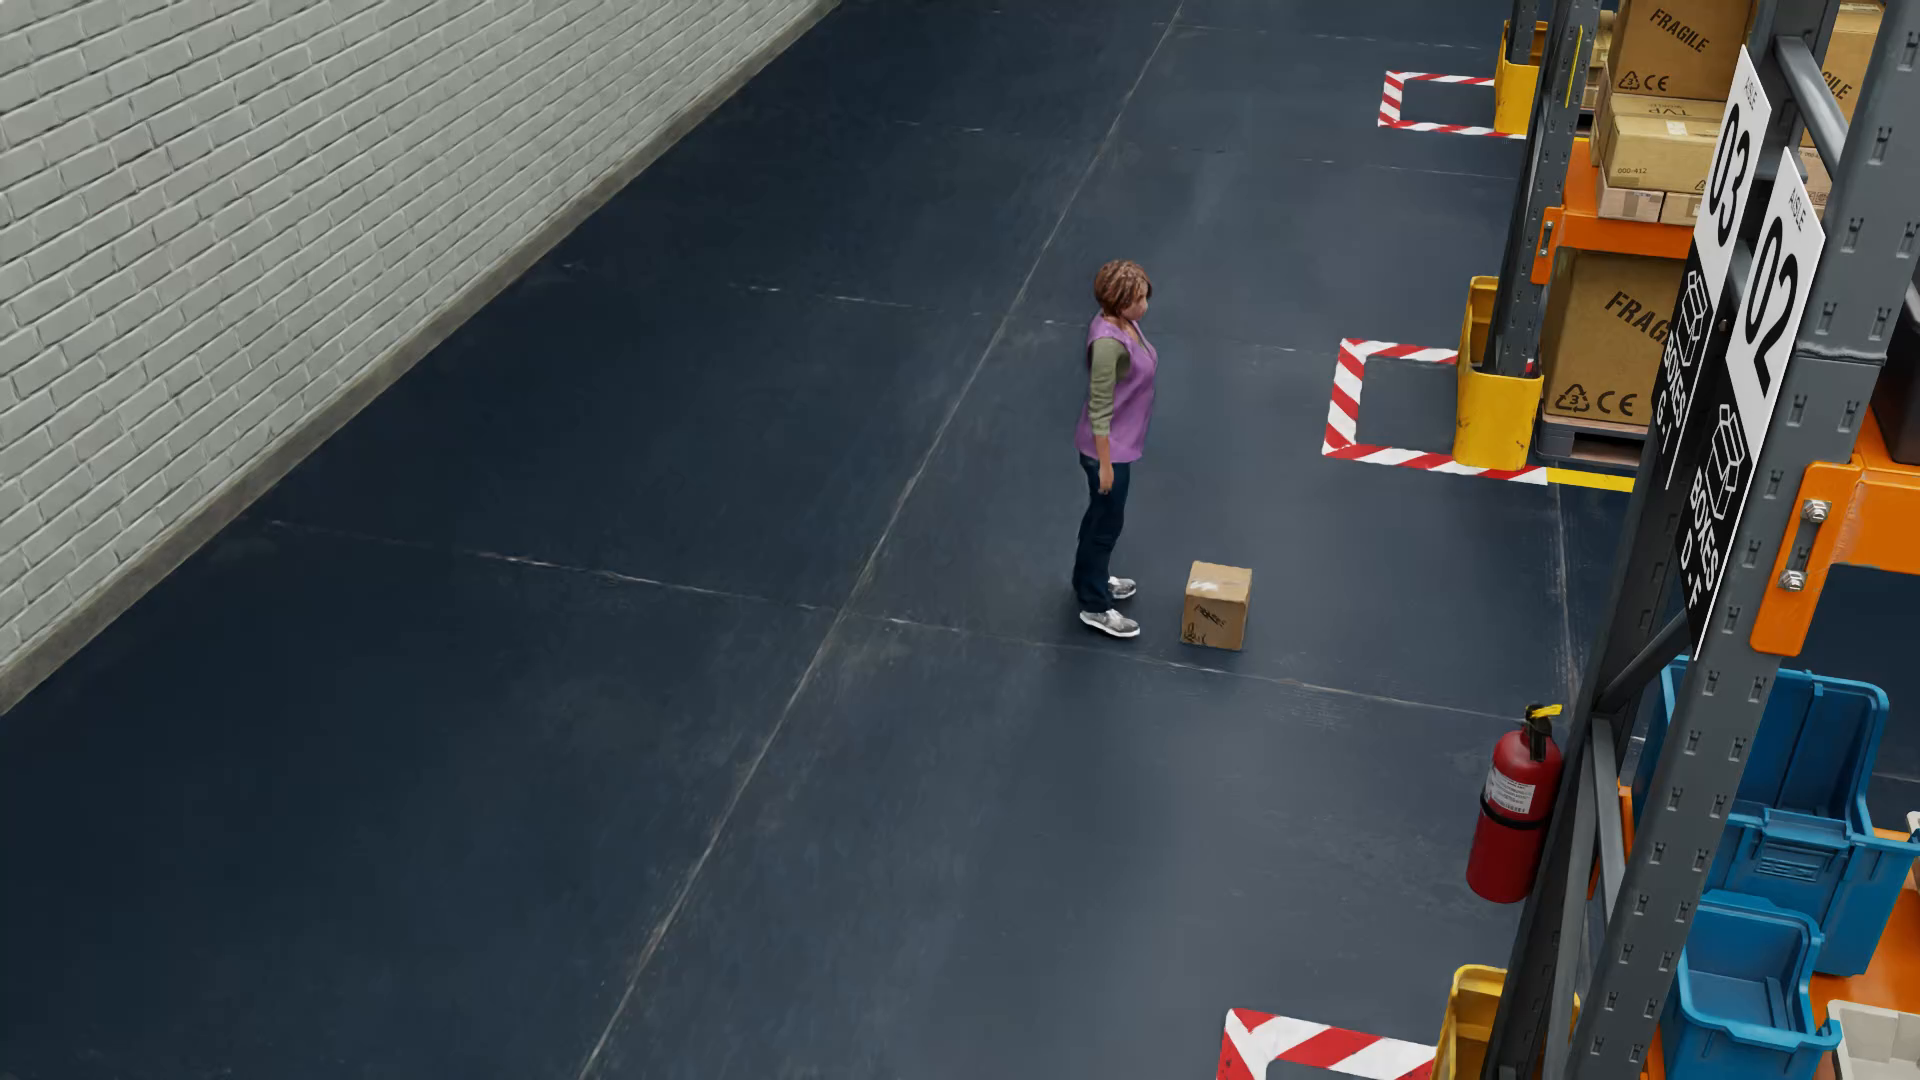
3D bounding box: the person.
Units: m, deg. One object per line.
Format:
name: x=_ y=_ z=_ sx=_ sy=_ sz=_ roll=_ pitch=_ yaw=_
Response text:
person: x=0.620 y=-0.372 z=6.685 sx=0.323 sy=1.593 sz=0.435 roll=5 pitch=34 yaw=7
